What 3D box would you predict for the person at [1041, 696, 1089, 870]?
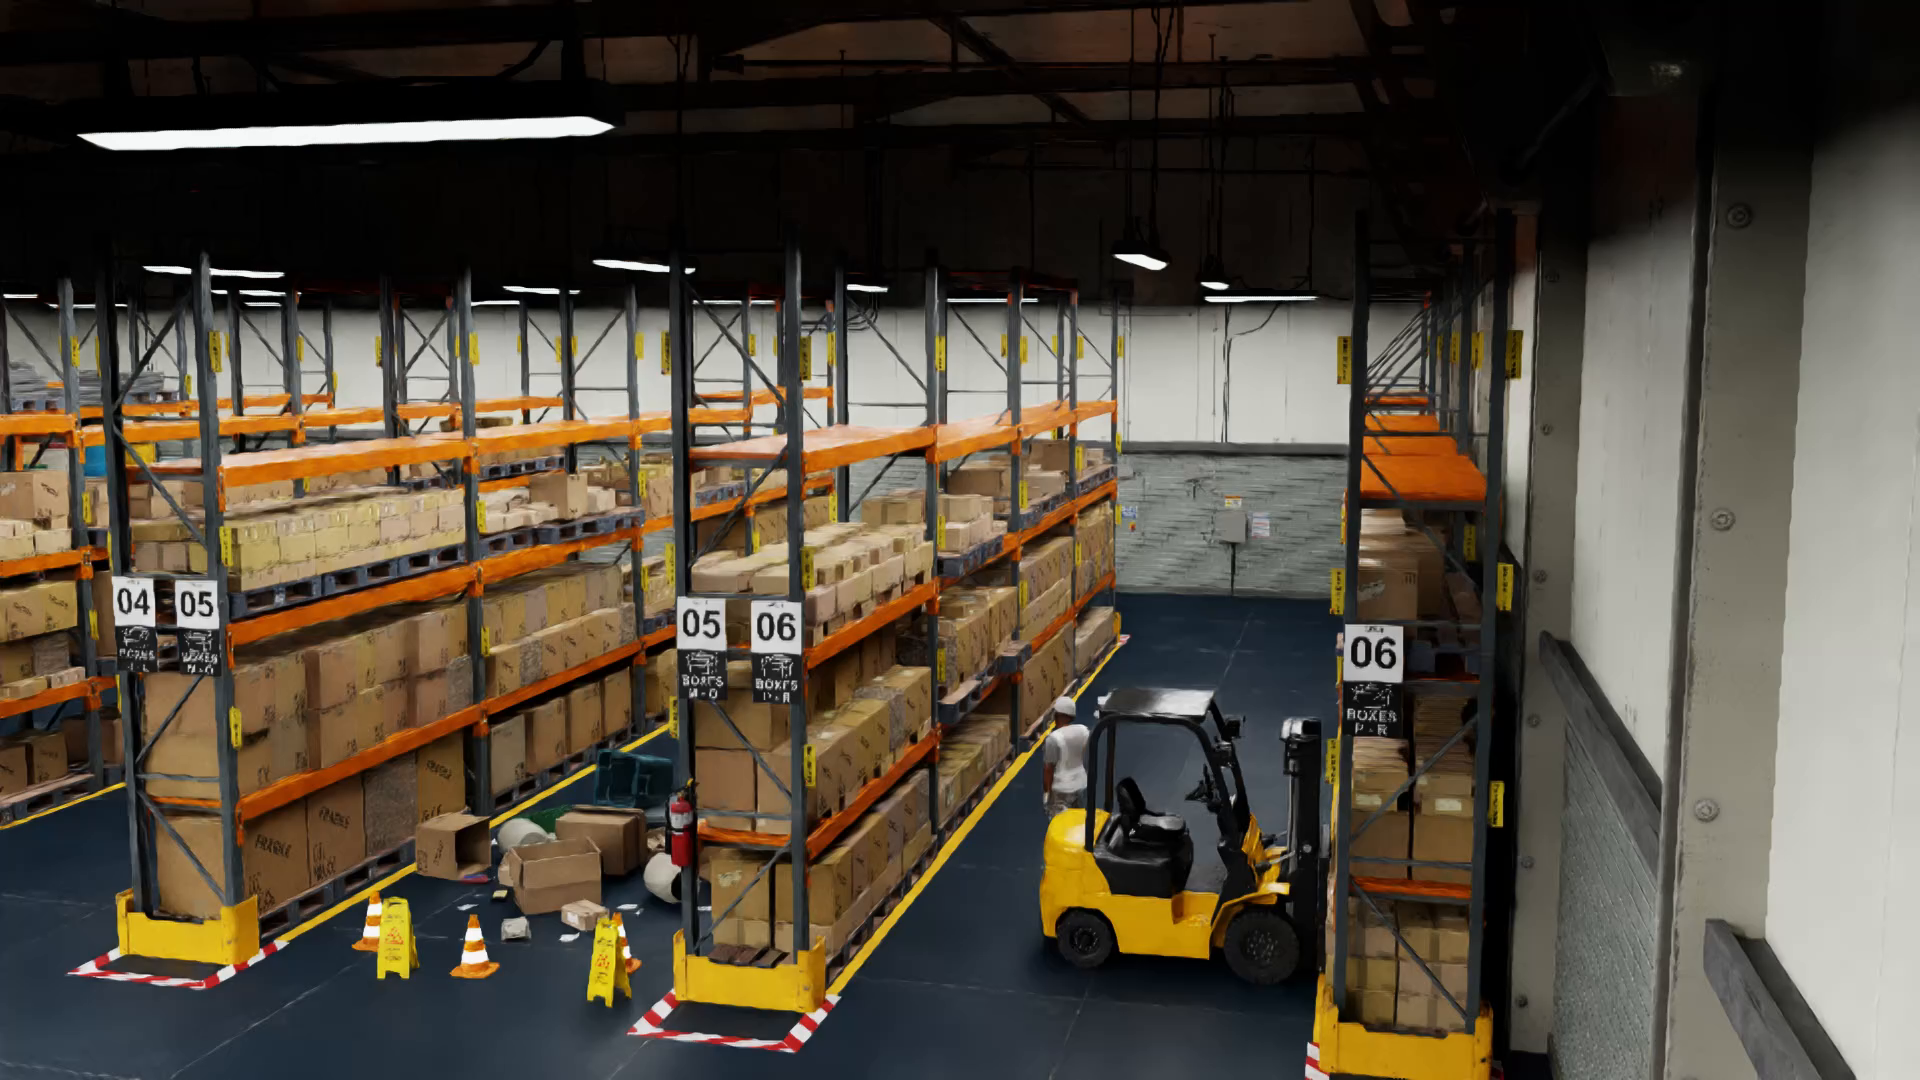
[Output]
[{"bbox_3d":[0.940,2.352,15.749,0.493,1.785,0.616,6,9,43],"label":"person"}]
